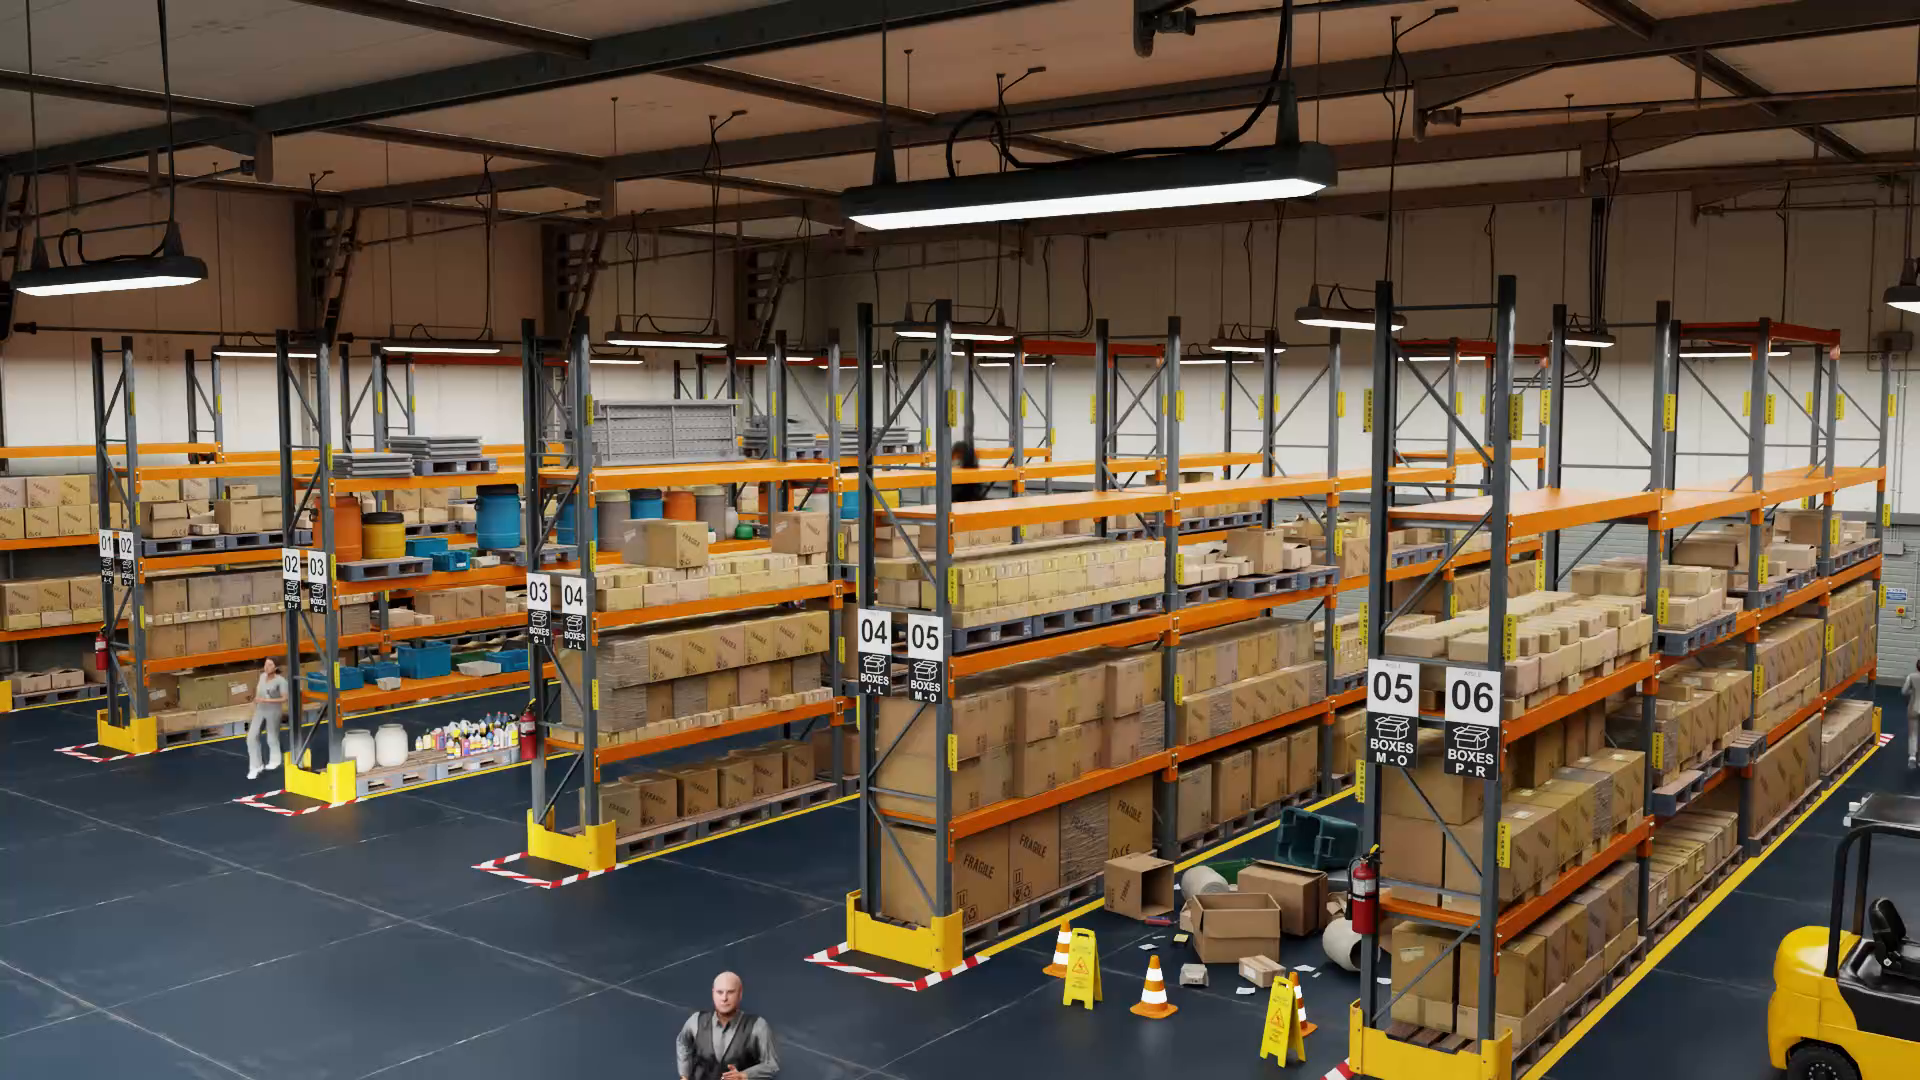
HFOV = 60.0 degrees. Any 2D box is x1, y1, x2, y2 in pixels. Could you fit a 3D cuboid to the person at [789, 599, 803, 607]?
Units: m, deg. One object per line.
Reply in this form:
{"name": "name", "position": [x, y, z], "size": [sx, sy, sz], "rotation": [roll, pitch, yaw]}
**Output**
{"name": "person", "position": [-3.290, 1.453, 32.449], "size": [0.640, 1.750, 0.594], "rotation": [3, 6, 28]}

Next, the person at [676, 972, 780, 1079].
{"name": "person", "position": [-1.385, 3.434, 9.884], "size": [0.641, 1.756, 0.871], "rotation": [0, 5, -3]}

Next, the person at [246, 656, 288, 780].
{"name": "person", "position": [-9.313, 2.399, 22.561], "size": [0.585, 1.713, 0.684], "rotation": [1, 5, 8]}

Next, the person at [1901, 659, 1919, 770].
{"name": "person", "position": [13.104, 2.374, 22.661], "size": [0.534, 1.587, 0.885], "rotation": [3, 6, 35]}
